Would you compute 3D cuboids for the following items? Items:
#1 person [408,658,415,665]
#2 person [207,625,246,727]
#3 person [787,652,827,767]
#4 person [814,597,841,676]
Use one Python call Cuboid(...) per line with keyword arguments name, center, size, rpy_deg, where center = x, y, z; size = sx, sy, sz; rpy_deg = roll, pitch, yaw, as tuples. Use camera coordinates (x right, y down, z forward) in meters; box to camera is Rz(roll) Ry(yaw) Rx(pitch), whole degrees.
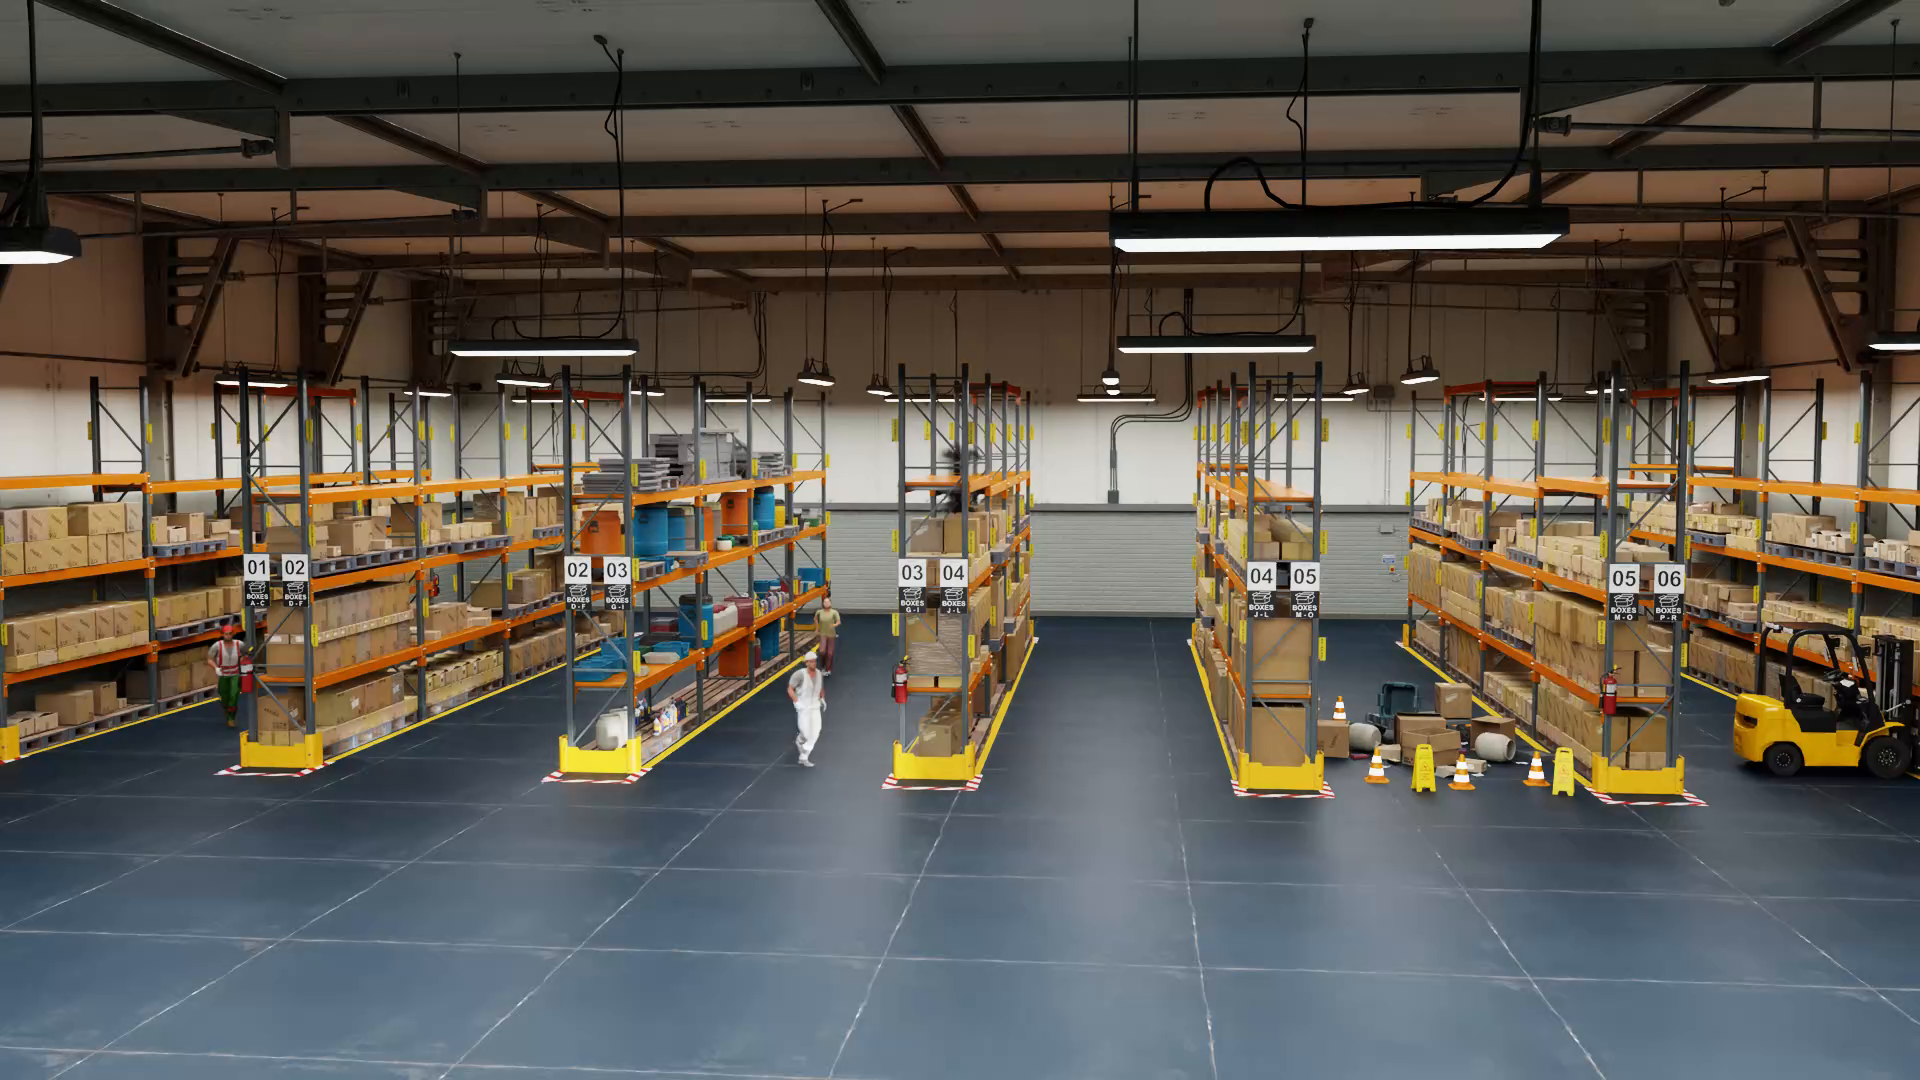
Cuboid(name="person", center=(-10.946, 2.133, 33.453), size=(0.555, 1.448, 0.806), rpy_deg=(-1, 4, -10))
Cuboid(name="person", center=(-12.557, 2.308, 28.548), size=(0.657, 1.738, 0.805), rpy_deg=(-2, 4, -24))
Cuboid(name="person", center=(-2.332, 2.533, 25.115), size=(0.649, 1.735, 0.598), rpy_deg=(-2, 4, -31))
Cuboid(name="person", center=(-2.719, 1.980, 34.051), size=(0.567, 1.646, 0.643), rpy_deg=(0, 4, 0))
